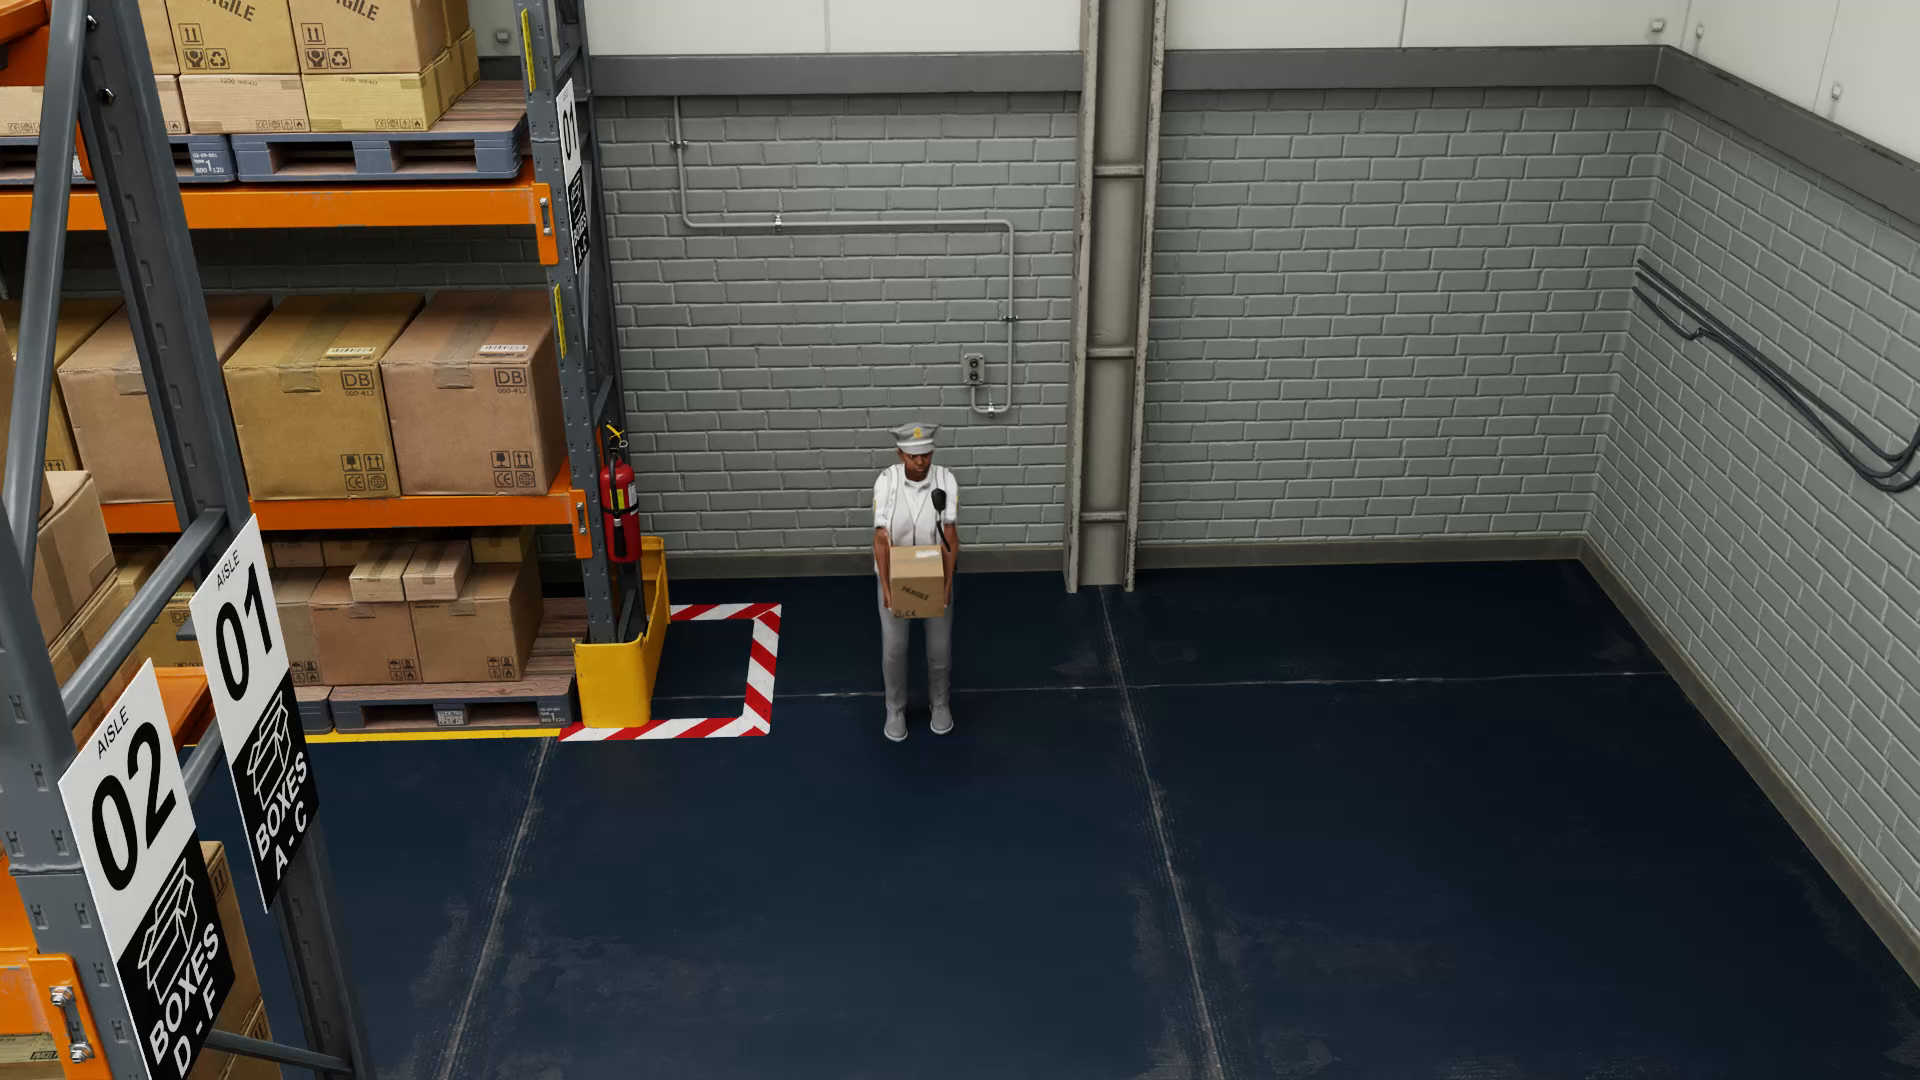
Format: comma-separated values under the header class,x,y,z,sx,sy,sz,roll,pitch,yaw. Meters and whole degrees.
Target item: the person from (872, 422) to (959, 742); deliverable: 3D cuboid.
class,x,y,z,sx,sy,sz,roll,pitch,yaw
person,-5.078,2.498,3.684,10.821,1.843,9.929,-2,28,-3
